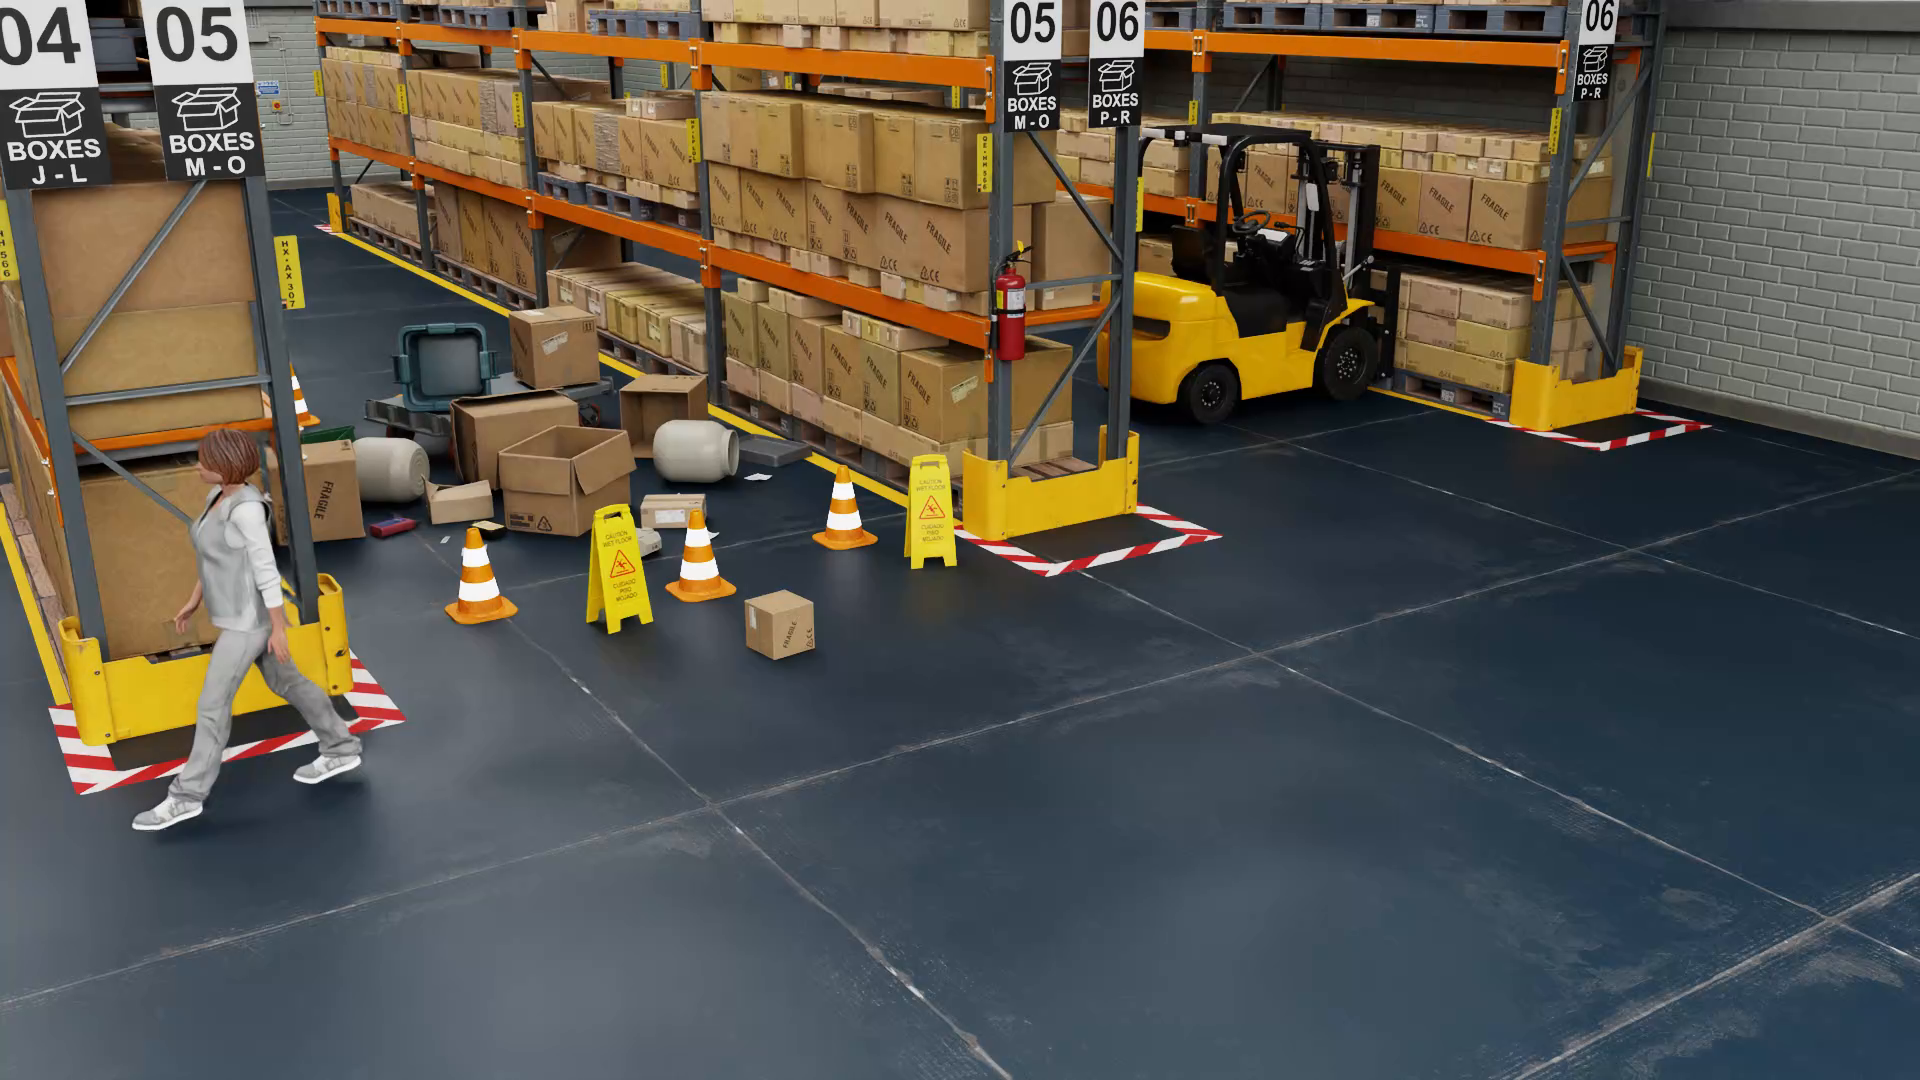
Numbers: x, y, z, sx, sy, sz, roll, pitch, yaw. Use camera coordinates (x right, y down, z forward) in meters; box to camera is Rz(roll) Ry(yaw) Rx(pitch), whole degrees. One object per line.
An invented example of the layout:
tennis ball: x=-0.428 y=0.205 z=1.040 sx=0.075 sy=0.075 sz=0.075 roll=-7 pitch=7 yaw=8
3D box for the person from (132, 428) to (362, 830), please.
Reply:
person: x=-2.913 y=0.313 z=6.591 sx=0.903 sy=1.549 sz=0.444 roll=-10 pitch=21 yaw=-28
